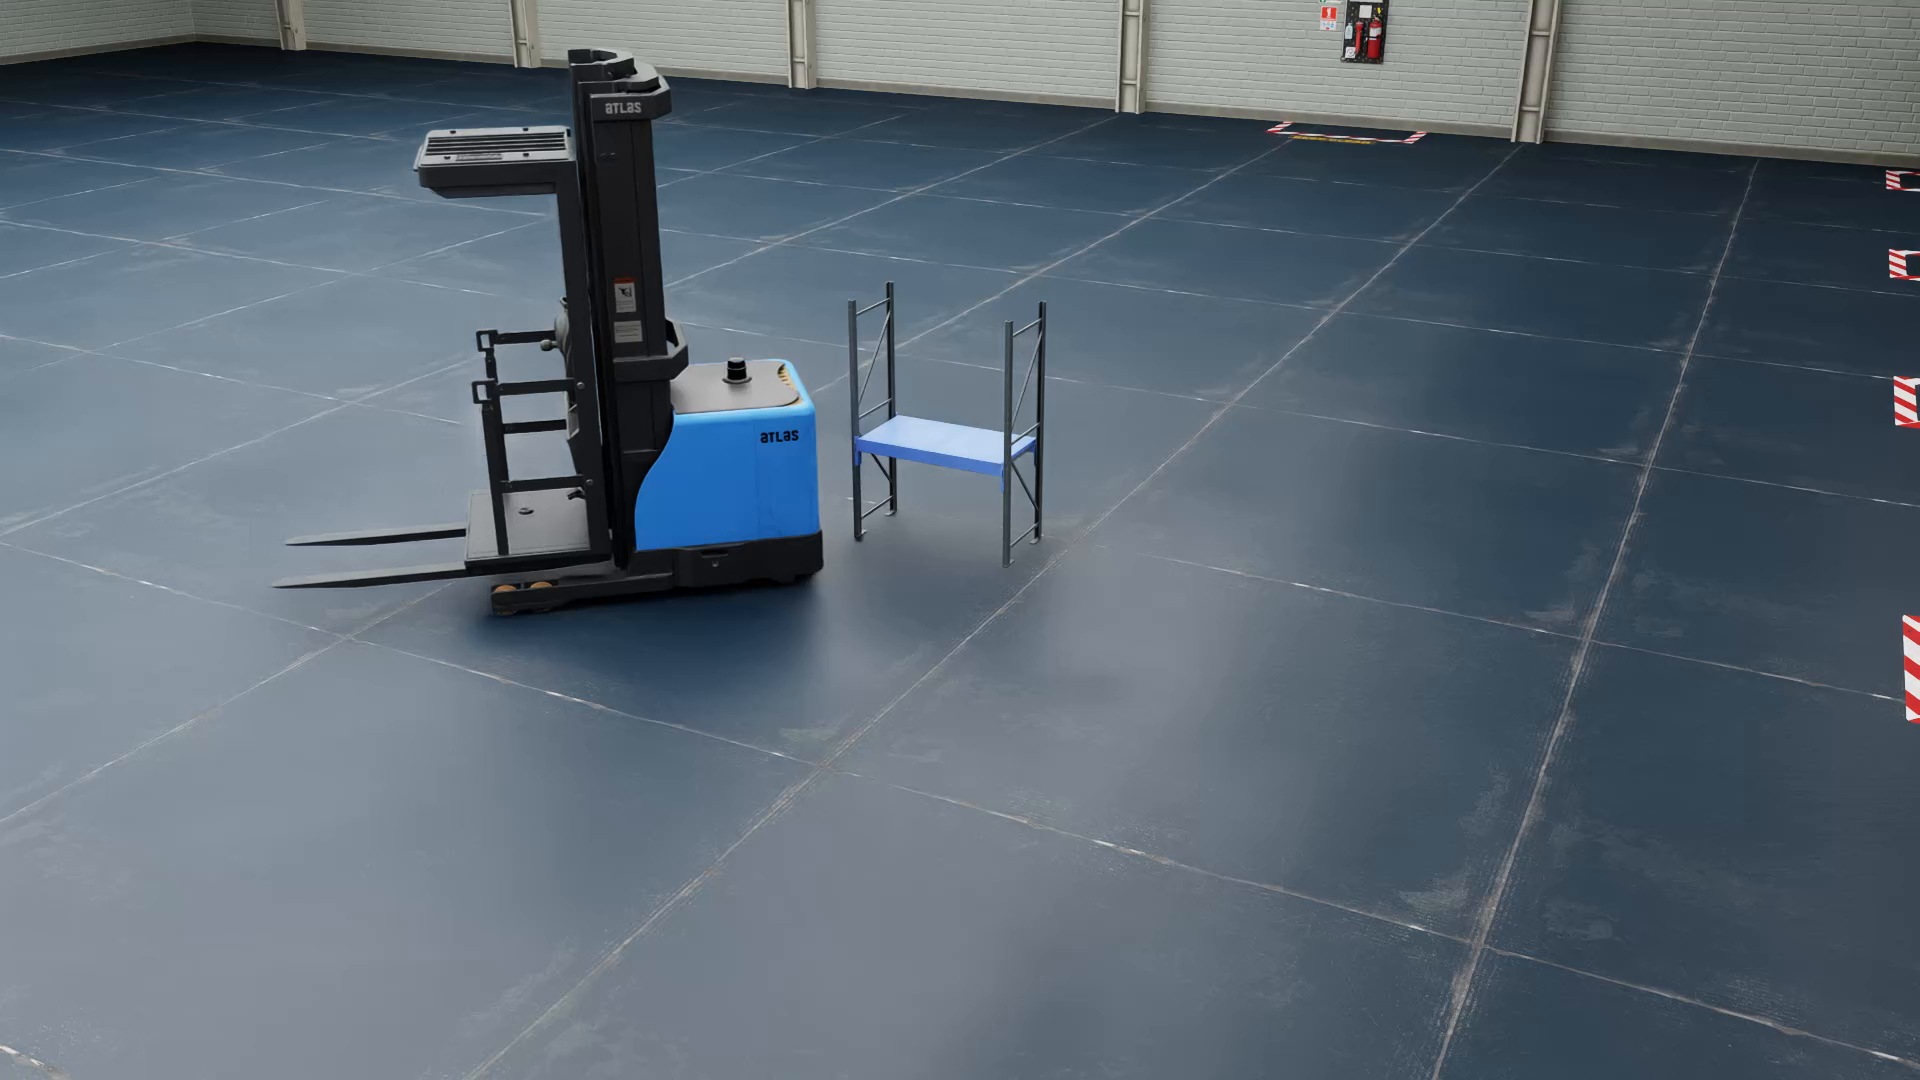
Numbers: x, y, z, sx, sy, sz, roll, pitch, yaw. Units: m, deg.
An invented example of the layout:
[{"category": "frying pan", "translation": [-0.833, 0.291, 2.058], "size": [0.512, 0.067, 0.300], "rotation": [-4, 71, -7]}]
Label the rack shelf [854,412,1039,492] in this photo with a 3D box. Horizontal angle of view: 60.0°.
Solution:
[{"category": "rack shelf", "translation": [-0.076, -0.540, 10.062], "size": [1.000, 0.185, 0.538], "rotation": [11, 25, 25]}]

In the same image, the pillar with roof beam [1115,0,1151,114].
[{"category": "pillar with roof beam", "translation": [0.724, -9.339, 20.712], "size": [0.400, 9.000, 9.100], "rotation": [11, 25, 25]}]

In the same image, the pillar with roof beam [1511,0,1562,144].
[{"category": "pillar with roof beam", "translation": [6.078, -8.280, 18.220], "size": [0.400, 9.000, 9.100], "rotation": [11, 25, 25]}]

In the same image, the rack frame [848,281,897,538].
[{"category": "rack frame", "translation": [-0.530, -0.795, 10.203], "size": [0.032, 1.500, 0.500], "rotation": [11, 25, 25]}]

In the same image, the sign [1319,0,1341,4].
[{"category": "sign", "translation": [5.386, -7.862, 24.182], "size": [0.331, 0.109, 0.001], "rotation": [11, 25, 25]}]

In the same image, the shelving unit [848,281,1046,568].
[{"category": "shelving unit", "translation": [-0.076, -0.705, 9.992], "size": [1.048, 1.500, 0.538], "rotation": [11, 25, 25]}]

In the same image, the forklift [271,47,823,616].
[{"category": "forklift", "translation": [-2.371, -1.155, 9.221], "size": [3.031, 2.935, 1.130], "rotation": [-5, 24, -13]}]

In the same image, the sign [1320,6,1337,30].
[{"category": "sign", "translation": [5.385, -7.622, 24.295], "size": [0.234, 0.329, 0.001], "rotation": [11, 25, 25]}]

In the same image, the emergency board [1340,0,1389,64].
[{"category": "emergency board", "translation": [5.832, -7.472, 23.987], "size": [0.643, 1.169, 0.194], "rotation": [11, 25, 25]}]

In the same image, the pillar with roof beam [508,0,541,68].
[{"category": "pillar with roof beam", "translation": [-9.985, -11.458, 25.694], "size": [0.400, 9.000, 9.100], "rotation": [11, 25, 25]}]

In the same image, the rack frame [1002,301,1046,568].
[{"category": "rack frame", "translation": [0.378, -0.615, 9.781], "size": [0.032, 1.500, 0.500], "rotation": [11, 25, 25]}]

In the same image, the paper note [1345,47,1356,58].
[{"category": "paper note", "translation": [5.706, -7.122, 24.290], "size": [0.142, 0.148, 0.016], "rotation": [11, 25, 25]}]

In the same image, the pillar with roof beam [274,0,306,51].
[{"category": "pillar with roof beam", "translation": [-15.340, -12.518, 28.186], "size": [0.400, 9.000, 9.100], "rotation": [11, 25, 25]}]

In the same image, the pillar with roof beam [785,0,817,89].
[{"category": "pillar with roof beam", "translation": [-4.631, -10.399, 23.203], "size": [0.400, 9.000, 9.100], "rotation": [11, 25, 25]}]
